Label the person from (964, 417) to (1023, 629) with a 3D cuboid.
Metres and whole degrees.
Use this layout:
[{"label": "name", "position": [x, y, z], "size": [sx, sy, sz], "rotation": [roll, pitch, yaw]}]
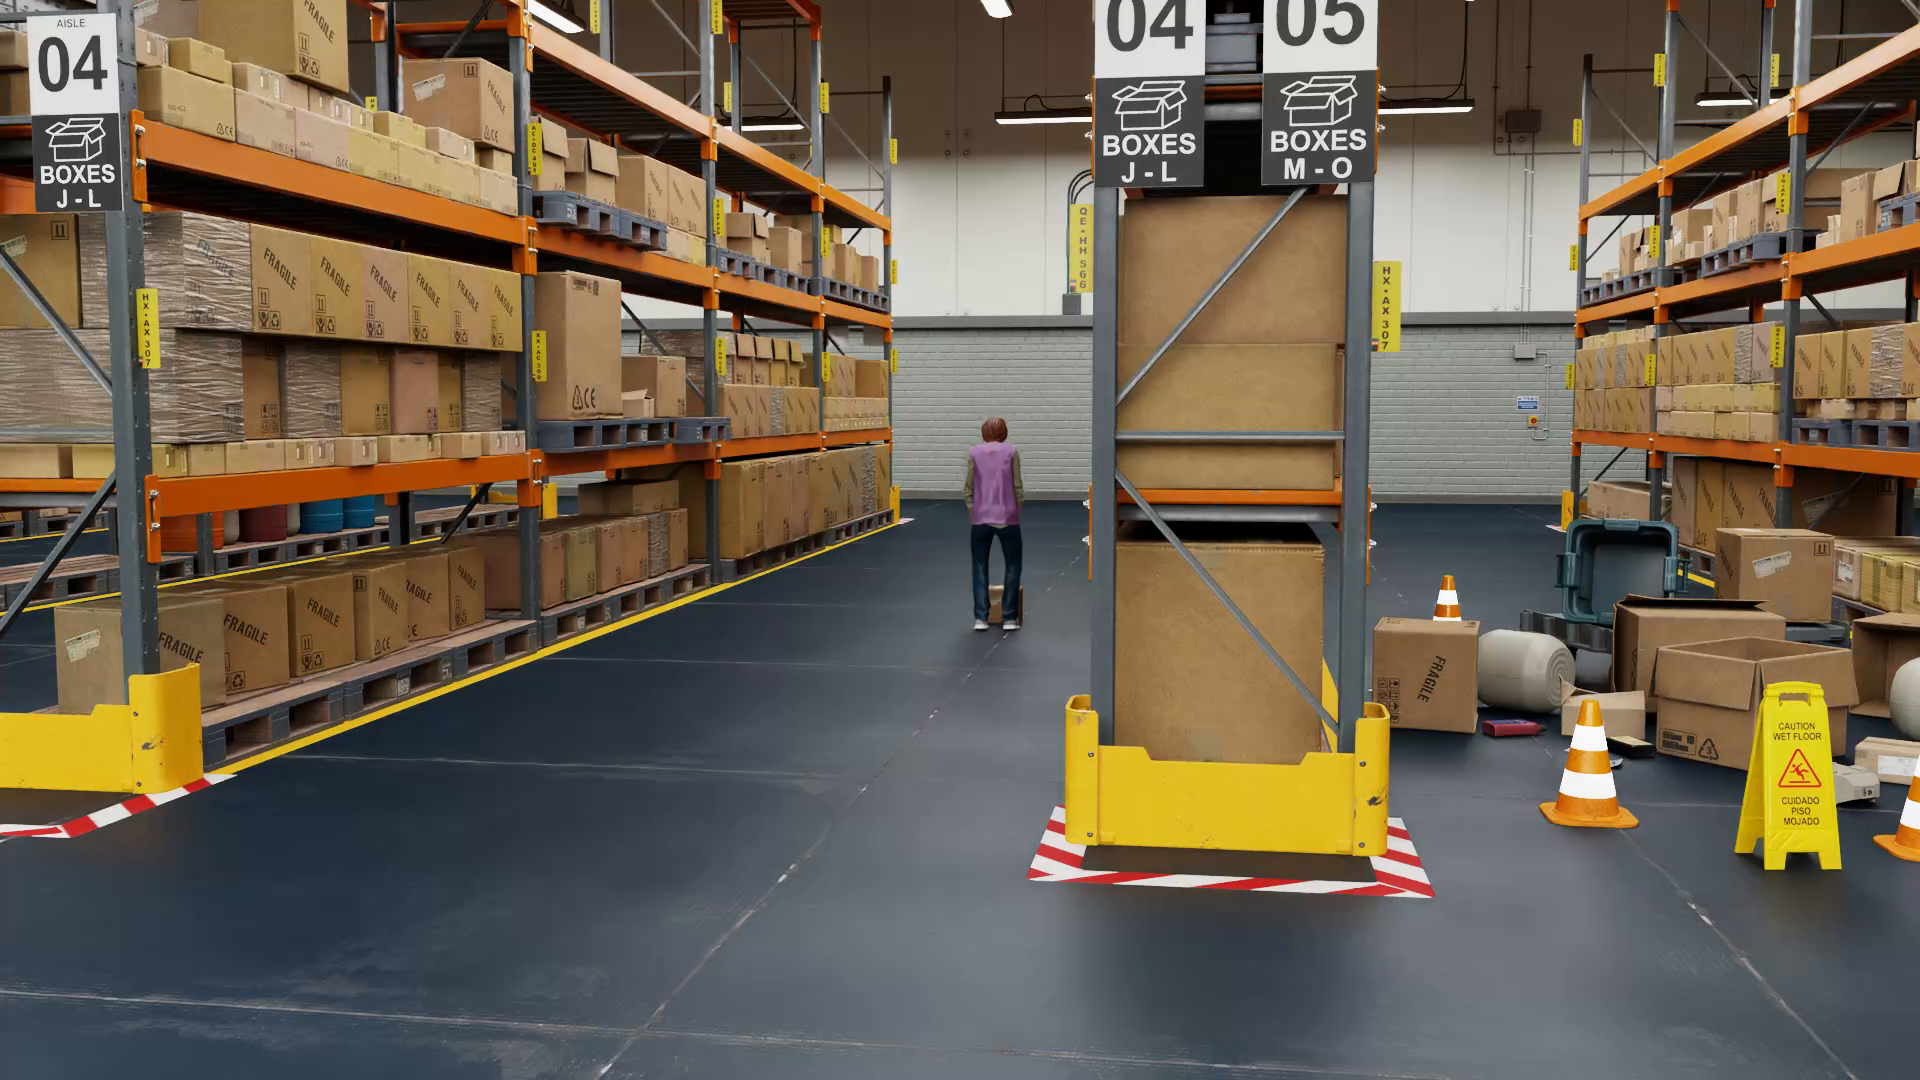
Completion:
[{"label": "person", "position": [0.237, -0.108, 11.967], "size": [0.433, 1.523, 0.417], "rotation": [1, 5, 10]}]
